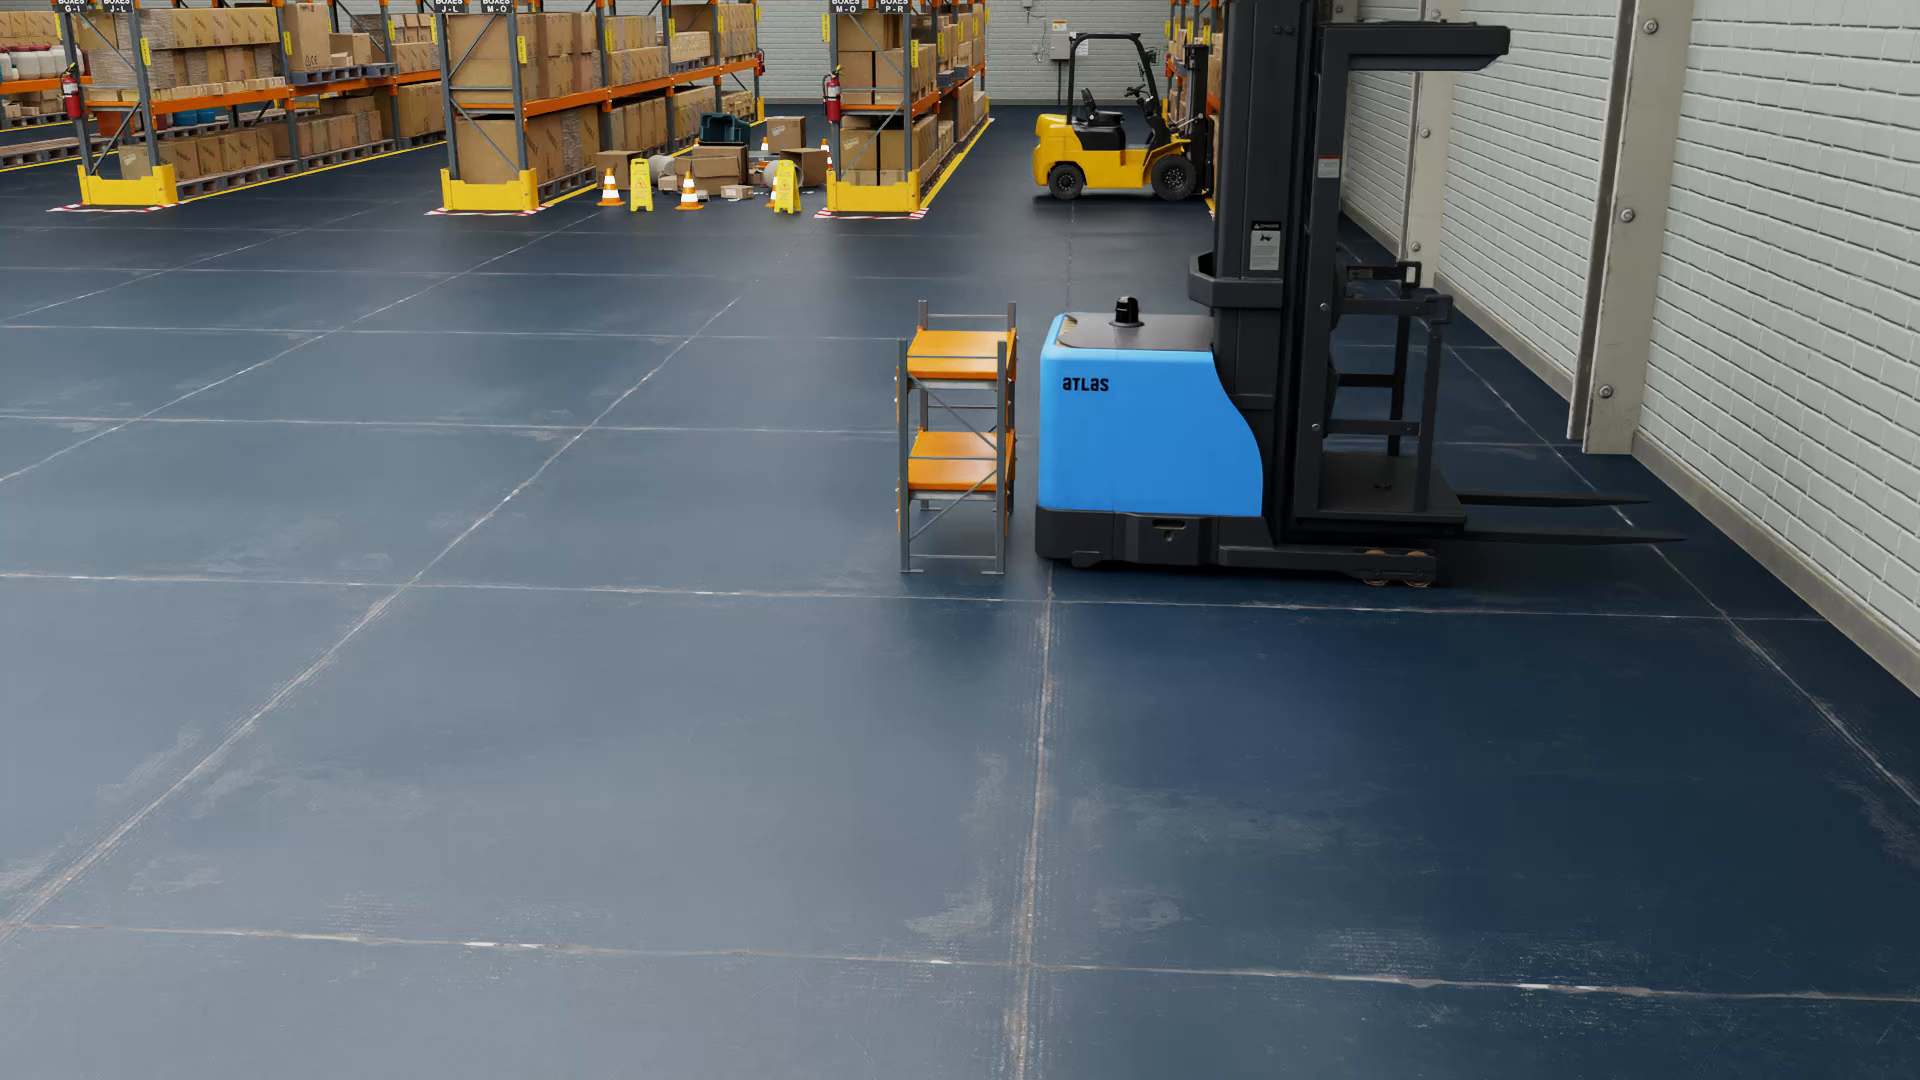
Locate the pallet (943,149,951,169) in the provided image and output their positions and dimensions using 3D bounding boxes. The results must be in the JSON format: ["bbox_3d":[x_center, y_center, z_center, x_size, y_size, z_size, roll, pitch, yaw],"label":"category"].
[{"bbox_3d":[-0.686,-6.184,26.957,1.003,0.211,1.213,1,18,4],"label":"pallet"}]

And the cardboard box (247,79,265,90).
[{"bbox_3d":[-10.444,-6.682,24.402,0.380,0.149,0.250,1,18,4],"label":"cardboard box"}]

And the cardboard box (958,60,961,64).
[{"bbox_3d":[-0.253,-8.205,28.887,0.500,0.250,0.500,1,18,3],"label":"cardboard box"}]

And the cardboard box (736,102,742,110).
[{"bbox_3d":[-4.752,-9.022,34.565,0.380,0.149,0.250,1,18,4],"label":"cardboard box"}]

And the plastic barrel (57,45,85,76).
[{"bbox_3d":[-15.224,-8.191,28.422,0.421,0.512,0.421,0,18,0],"label":"plastic barrel"}]

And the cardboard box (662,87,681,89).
[{"bbox_3d":[-5.549,-8.430,31.469,0.500,0.250,0.500,2,18,5],"label":"cardboard box"}]

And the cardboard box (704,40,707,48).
[{"bbox_3d":[-5.046,-9.463,31.737,0.380,0.149,0.250,1,18,4],"label":"cardboard box"}]

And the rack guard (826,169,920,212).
[{"bbox_3d":[-1.107,-4.481,21.295,1.175,0.500,0.348,1,18,4],"label":"rack guard"}]

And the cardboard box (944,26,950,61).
[{"bbox_3d":[-0.421,-7.724,25.866,0.500,0.500,0.500,1,18,4],"label":"cardboard box"}]

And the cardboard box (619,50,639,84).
[{"bbox_3d":[-5.390,-7.484,26.284,0.500,0.500,0.500,1,18,4],"label":"cardboard box"}]

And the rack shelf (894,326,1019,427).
[{"bbox_3d":[0.000,-0.815,8.163,0.538,0.278,1.000,1,18,4],"label":"rack shelf"}]

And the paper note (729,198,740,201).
[{"bbox_3d":[-3.030,-4.572,22.328,0.148,0.019,0.142,-5,19,-15],"label":"paper note"}]

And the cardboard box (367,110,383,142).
[{"bbox_3d":[-10.451,-7.164,28.776,0.700,0.500,0.500,0,18,1],"label":"cardboard box"}]

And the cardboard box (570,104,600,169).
[{"bbox_3d":[-5.885,-5.963,24.541,0.875,0.875,0.875,2,18,5],"label":"cardboard box"}]

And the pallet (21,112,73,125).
[{"bbox_3d":[-19.882,-9.084,35.806,1.003,0.211,1.213,1,18,4],"label":"pallet"}]

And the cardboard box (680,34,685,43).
[{"bbox_3d":[-5.181,-9.037,29.959,0.380,0.149,0.250,2,18,6],"label":"cardboard box"}]

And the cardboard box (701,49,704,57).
[{"bbox_3d":[-5.065,-9.246,31.551,0.380,0.149,0.250,1,18,4],"label":"cardboard box"}]

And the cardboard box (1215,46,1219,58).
[{"bbox_3d":[3.721,-6.722,22.918,0.380,0.149,0.250,1,18,3],"label":"cardboard box"}]

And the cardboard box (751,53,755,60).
[{"bbox_3d":[-4.651,-10.467,35.952,0.380,0.149,0.250,1,18,4],"label":"cardboard box"}]

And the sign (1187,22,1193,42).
[{"bbox_3d":[3.870,-8.542,27.942,0.100,0.325,0.005,1,18,4],"label":"sign"}]

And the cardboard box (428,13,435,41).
[{"bbox_3d":[-10.235,-9.706,31.456,0.797,0.503,0.637,1,18,5],"label":"cardboard box"}]

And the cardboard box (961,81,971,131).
[{"bbox_3d":[-0.274,-8.087,31.024,0.875,0.875,0.875,2,18,6],"label":"cardboard box"}]

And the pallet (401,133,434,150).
[{"bbox_3d":[-10.292,-7.269,30.268,1.003,0.211,1.213,1,18,4],"label":"pallet"}]

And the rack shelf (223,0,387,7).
[{"bbox_3d":[-10.567,-8.813,26.841,1.077,0.370,4.000,1,18,4],"label":"rack shelf"}]

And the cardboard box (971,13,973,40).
[{"bbox_3d":[-0.034,-9.750,31.596,0.500,0.500,0.500,2,18,6],"label":"cardboard box"}]

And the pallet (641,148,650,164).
[{"bbox_3d":[-5.705,-6.263,27.197,1.003,0.211,1.213,1,18,4],"label":"pallet"}]

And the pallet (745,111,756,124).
[{"bbox_3d":[-5.009,-9.093,35.836,1.003,0.211,1.213,1,18,4],"label":"pallet"}]

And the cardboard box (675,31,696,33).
[{"bbox_3d":[-5.444,-9.797,32.865,0.500,0.500,0.500,1,18,4],"label":"cardboard box"}]

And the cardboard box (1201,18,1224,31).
[{"bbox_3d":[5.071,-10.146,33.127,0.500,0.500,0.500,1,18,2],"label":"cardboard box"}]

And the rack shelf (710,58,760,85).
[{"bbox_3d":[-5.053,-9.731,34.457,1.077,0.370,4.000,1,18,4],"label":"rack shelf"}]

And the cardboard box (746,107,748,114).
[{"bbox_3d":[-4.762,-9.208,35.611,0.380,0.149,0.250,1,18,4],"label":"cardboard box"}]

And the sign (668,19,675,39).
[{"bbox_3d":[-4.929,-8.748,28.443,0.100,0.325,0.005,1,18,4],"label":"sign"}]

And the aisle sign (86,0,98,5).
[{"bbox_3d":[-19.420,-12.308,36.992,0.394,0.787,0.004,1,18,4],"label":"aisle sign"}]

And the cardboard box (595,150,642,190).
[{"bbox_3d":[-4.858,-5.275,23.714,0.500,0.500,0.500,4,19,13],"label":"cardboard box"}]

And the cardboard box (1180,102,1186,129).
[{"bbox_3d":[4.412,-7.963,31.249,0.500,0.500,0.500,1,18,3],"label":"cardboard box"}]

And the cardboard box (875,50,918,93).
[{"bbox_3d":[-0.802,-5.975,21.202,0.500,0.500,0.500,1,18,3],"label":"cardboard box"}]

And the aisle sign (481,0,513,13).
[{"bbox_3d":[-5.763,-6.931,20.583,0.394,0.787,0.004,1,18,4],"label":"aisle sign"}]

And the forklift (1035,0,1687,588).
[{"bbox_3d":[1.917,-1.347,7.826,3.031,2.935,1.130,2,18,7],"label":"forklift"}]

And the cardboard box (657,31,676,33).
[{"bbox_3d":[-5.684,-9.702,31.989,0.380,0.149,0.250,2,18,7],"label":"cardboard box"}]

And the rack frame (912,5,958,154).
[{"bbox_3d":[-0.539,-8.130,28.417,1.000,3.000,0.127,1,18,4],"label":"rack frame"}]

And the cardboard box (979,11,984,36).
[{"bbox_3d":[0.229,-10.819,34.858,0.500,0.500,0.500,1,18,4],"label":"cardboard box"}]

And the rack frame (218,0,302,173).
[{"bbox_3d":[-10.710,-7.109,25.301,1.000,3.000,0.127,1,18,4],"label":"rack frame"}]

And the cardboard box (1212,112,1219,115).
[{"bbox_3d":[4.267,-6.486,26.538,0.875,0.625,0.625,1,18,2],"label":"cardboard box"}]

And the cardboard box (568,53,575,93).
[{"bbox_3d":[-5.958,-6.587,23.466,0.875,0.550,0.550,1,18,4],"label":"cardboard box"}]

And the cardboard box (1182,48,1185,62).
[{"bbox_3d":[4.165,-8.483,29.062,0.500,0.250,0.500,0,18,1],"label":"cardboard box"}]

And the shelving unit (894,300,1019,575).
[{"bbox_3d":[0.000,-0.537,8.254,0.538,1.125,1.048,1,18,4],"label":"shelving unit"}]

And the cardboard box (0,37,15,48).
[{"bbox_3d":[-19.709,-10.015,34.011,0.500,0.500,0.500,2,18,5],"label":"cardboard box"}]

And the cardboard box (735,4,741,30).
[{"bbox_3d":[-4.794,-10.727,34.097,0.500,0.500,0.500,1,18,2],"label":"cardboard box"}]

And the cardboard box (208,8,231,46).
[{"bbox_3d":[-10.578,-7.161,23.216,0.500,0.500,0.500,1,18,4],"label":"cardboard box"}]

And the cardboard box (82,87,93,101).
[{"bbox_3d":[-19.524,-9.905,37.142,0.500,0.500,0.500,1,18,4],"label":"cardboard box"}]

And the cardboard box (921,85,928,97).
[{"bbox_3d":[-0.645,-6.186,22.889,0.380,0.149,0.250,1,18,4],"label":"cardboard box"}]

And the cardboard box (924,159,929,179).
[{"bbox_3d":[-0.708,-5.111,22.944,0.500,0.250,0.500,3,18,8],"label":"cardboard box"}]

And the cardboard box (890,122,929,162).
[{"bbox_3d":[-0.700,-5.464,22.819,0.500,0.500,0.500,2,18,5],"label":"cardboard box"}]

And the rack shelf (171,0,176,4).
[{"bbox_3d":[-15.220,-10.166,30.970,1.077,0.370,4.000,1,18,4],"label":"rack shelf"}]

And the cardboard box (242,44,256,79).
[{"bbox_3d":[-10.875,-7.005,24.345,0.875,0.500,0.500,1,18,4],"label":"cardboard box"}]
